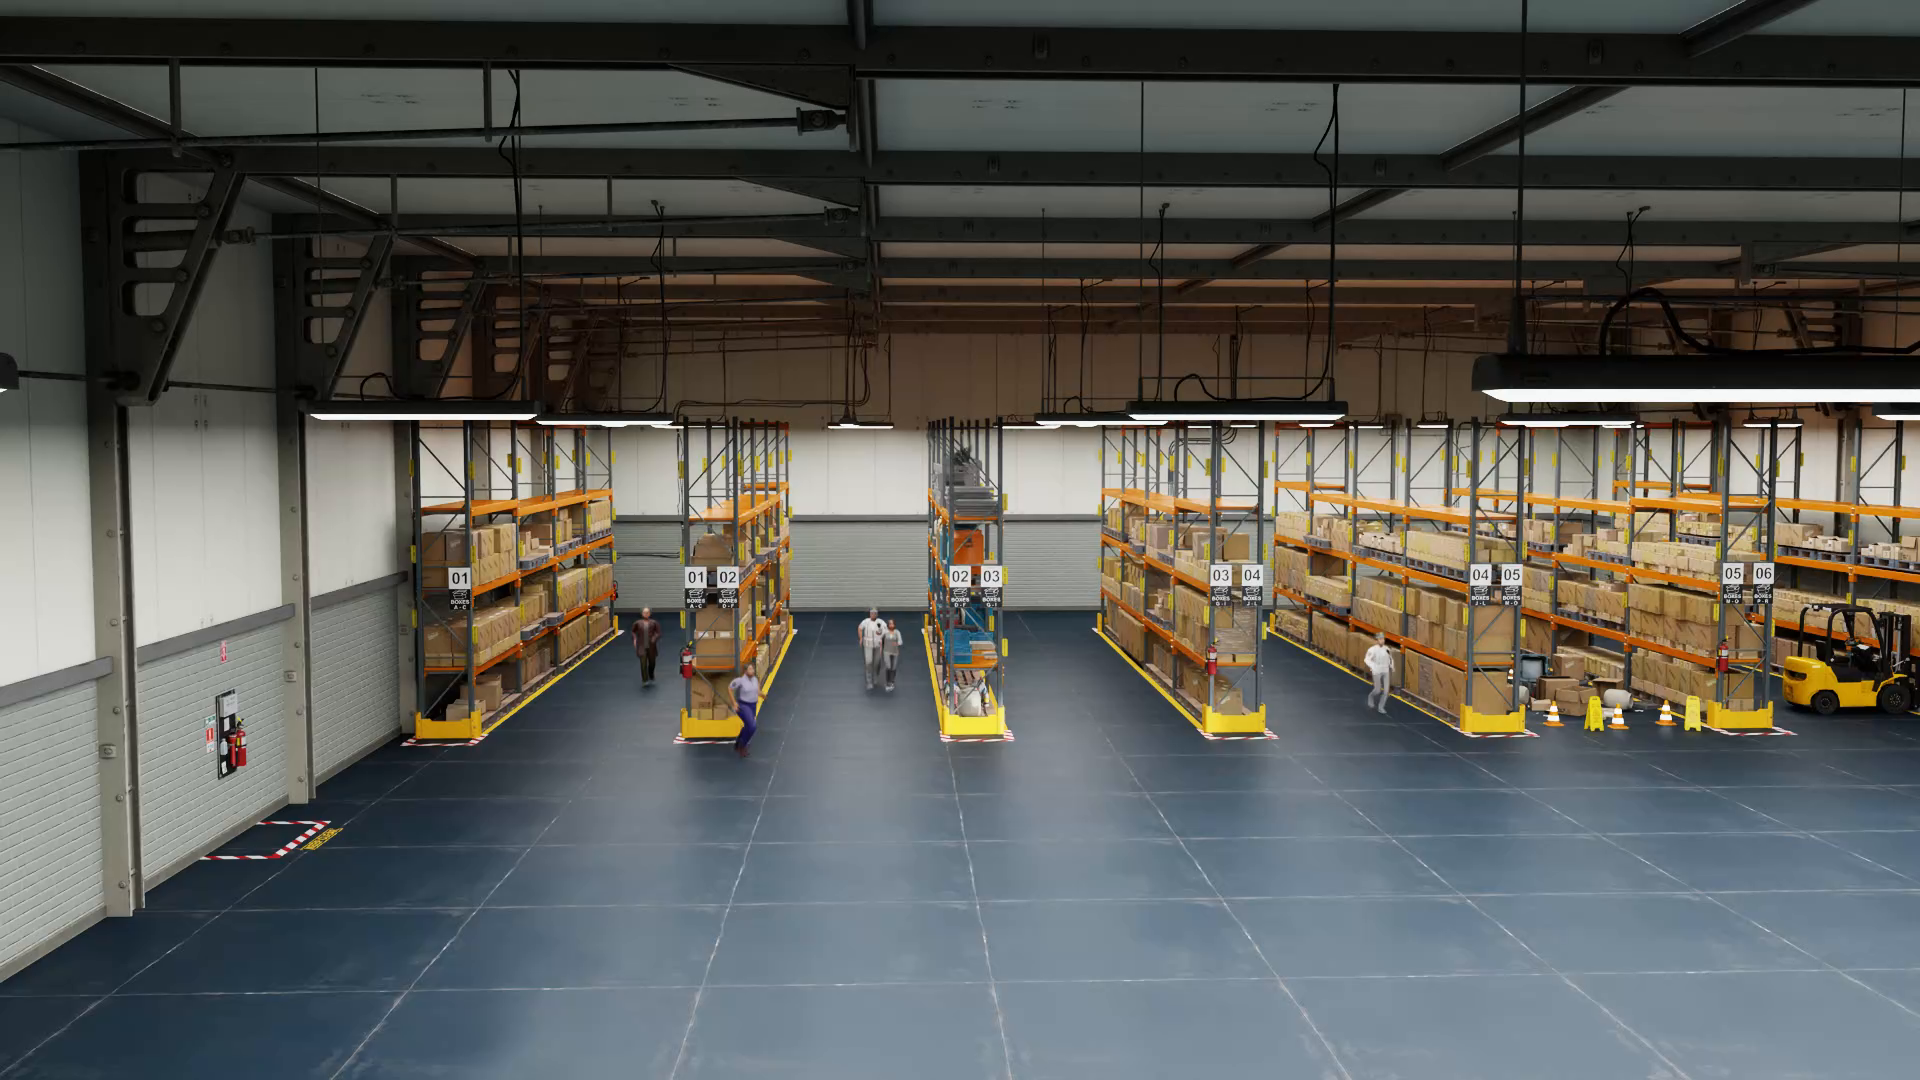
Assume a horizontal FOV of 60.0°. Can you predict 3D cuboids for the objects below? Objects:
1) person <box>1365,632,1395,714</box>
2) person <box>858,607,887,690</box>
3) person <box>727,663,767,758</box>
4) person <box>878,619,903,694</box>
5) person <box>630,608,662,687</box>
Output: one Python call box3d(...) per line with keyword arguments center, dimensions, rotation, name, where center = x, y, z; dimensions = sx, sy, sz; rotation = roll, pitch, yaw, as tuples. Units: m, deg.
box3d(center=(8.556, 2.692, 33.836), dimensions=(0.615, 1.641, 0.575), rotation=(-1, 4, -10), name="person")
box3d(center=(-1.936, 2.393, 37.244), dimensions=(0.649, 1.813, 0.896), rotation=(0, 4, -7), name="person")
box3d(center=(-3.736, 2.998, 29.364), dimensions=(0.685, 1.661, 0.601), rotation=(2, 4, 31), name="person")
box3d(center=(-1.520, 2.543, 36.507), dimensions=(0.504, 1.631, 0.699), rotation=(-1, 4, -12), name="person")
box3d(center=(-7.078, 2.372, 37.475), dimensions=(0.715, 1.662, 0.762), rotation=(-1, 4, -12), name="person")
